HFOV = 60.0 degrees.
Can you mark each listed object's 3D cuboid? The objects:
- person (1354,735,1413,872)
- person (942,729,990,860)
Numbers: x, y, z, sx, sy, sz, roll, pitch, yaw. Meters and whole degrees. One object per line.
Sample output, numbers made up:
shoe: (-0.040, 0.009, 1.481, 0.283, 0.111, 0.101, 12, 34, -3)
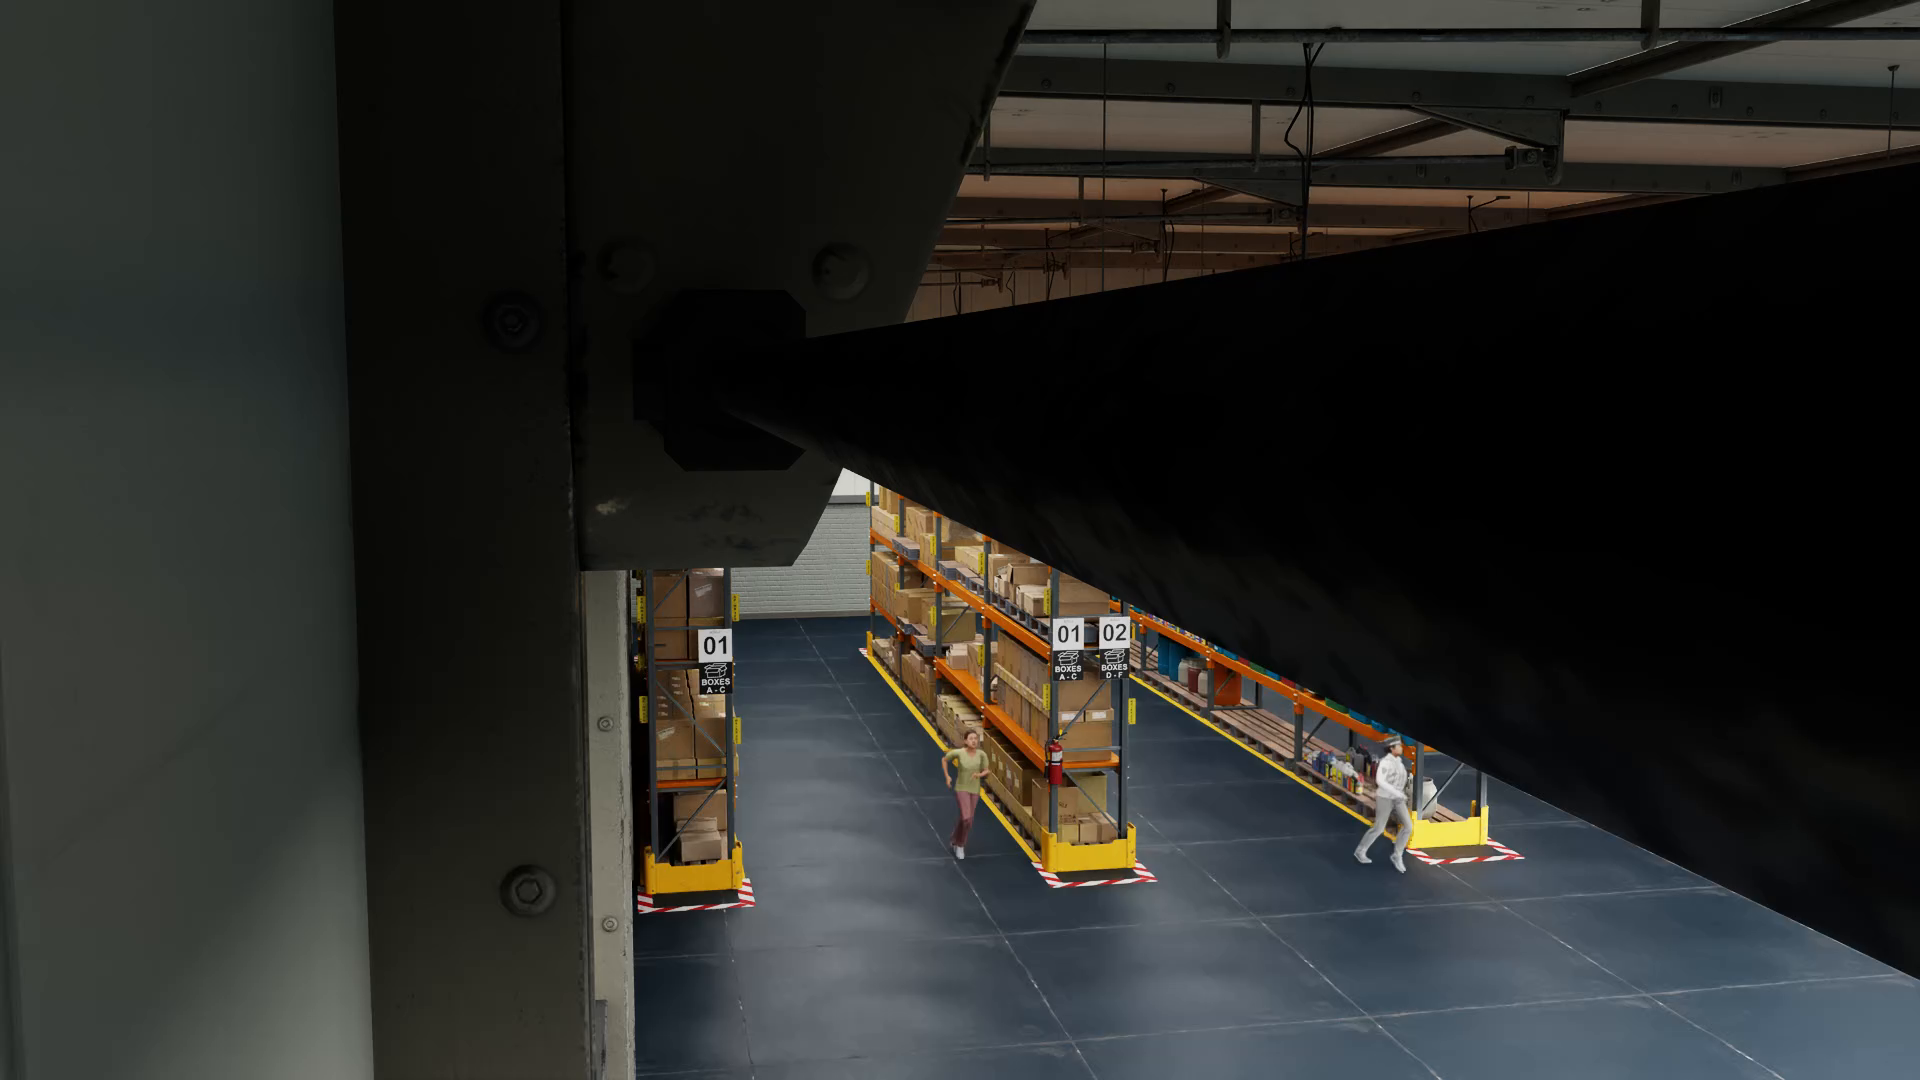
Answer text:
person: (5.442, 3.312, 21.115, 0.673, 1.705, 0.682, 6, 8, 43)
person: (0.104, 3.271, 21.522, 0.559, 1.666, 0.674, -2, 6, -22)
